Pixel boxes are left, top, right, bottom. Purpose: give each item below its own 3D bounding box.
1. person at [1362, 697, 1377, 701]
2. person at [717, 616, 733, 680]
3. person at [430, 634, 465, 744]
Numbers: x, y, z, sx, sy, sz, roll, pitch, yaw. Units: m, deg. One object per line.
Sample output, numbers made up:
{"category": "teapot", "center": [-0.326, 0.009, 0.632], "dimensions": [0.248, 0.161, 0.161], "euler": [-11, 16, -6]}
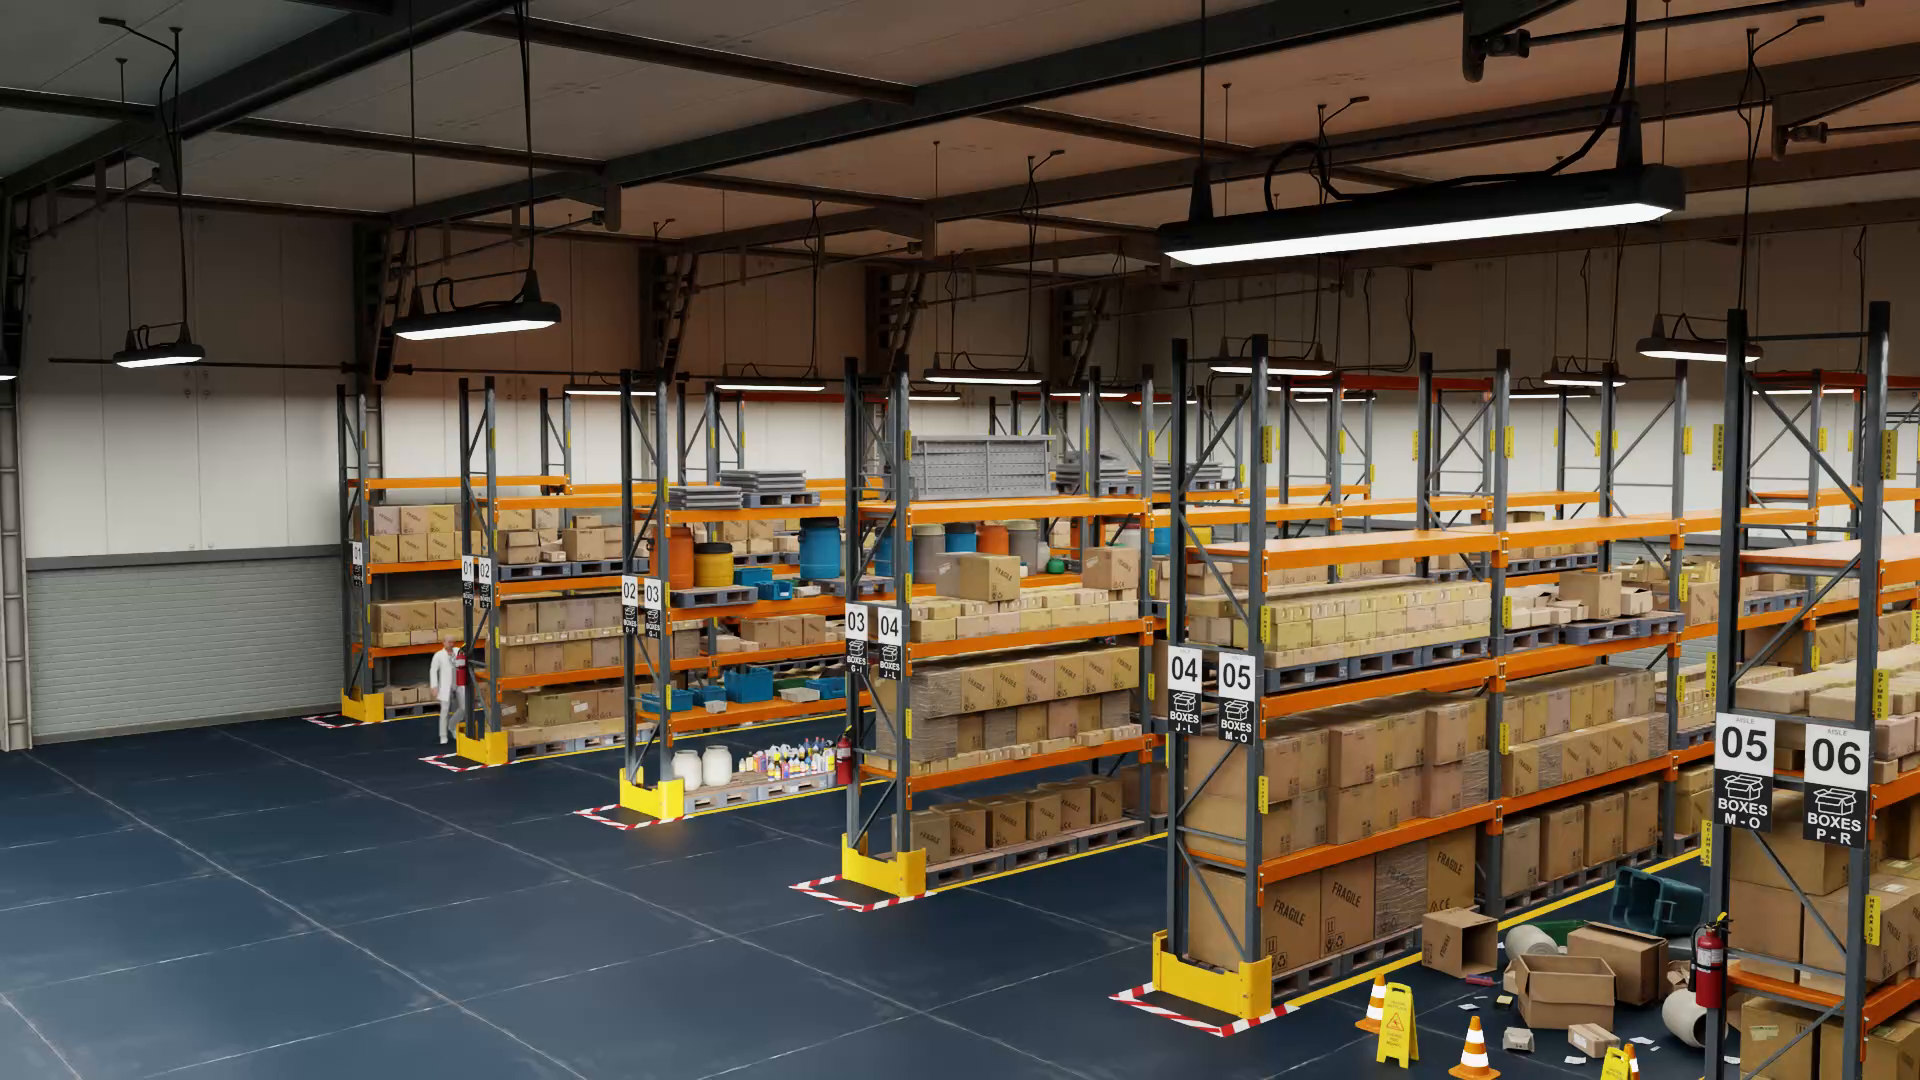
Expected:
{"category": "person", "center": [5.291, 2.914, 21.811], "dimensions": [0.550, 1.853, 0.699], "euler": [-1, 4, -14]}
{"category": "person", "center": [-4.606, 2.196, 31.974], "dimensions": [0.524, 1.709, 0.549], "euler": [0, 4, -6]}
{"category": "person", "center": [-8.462, 2.463, 27.661], "dimensions": [0.742, 1.795, 0.571], "euler": [-3, 5, -39]}
